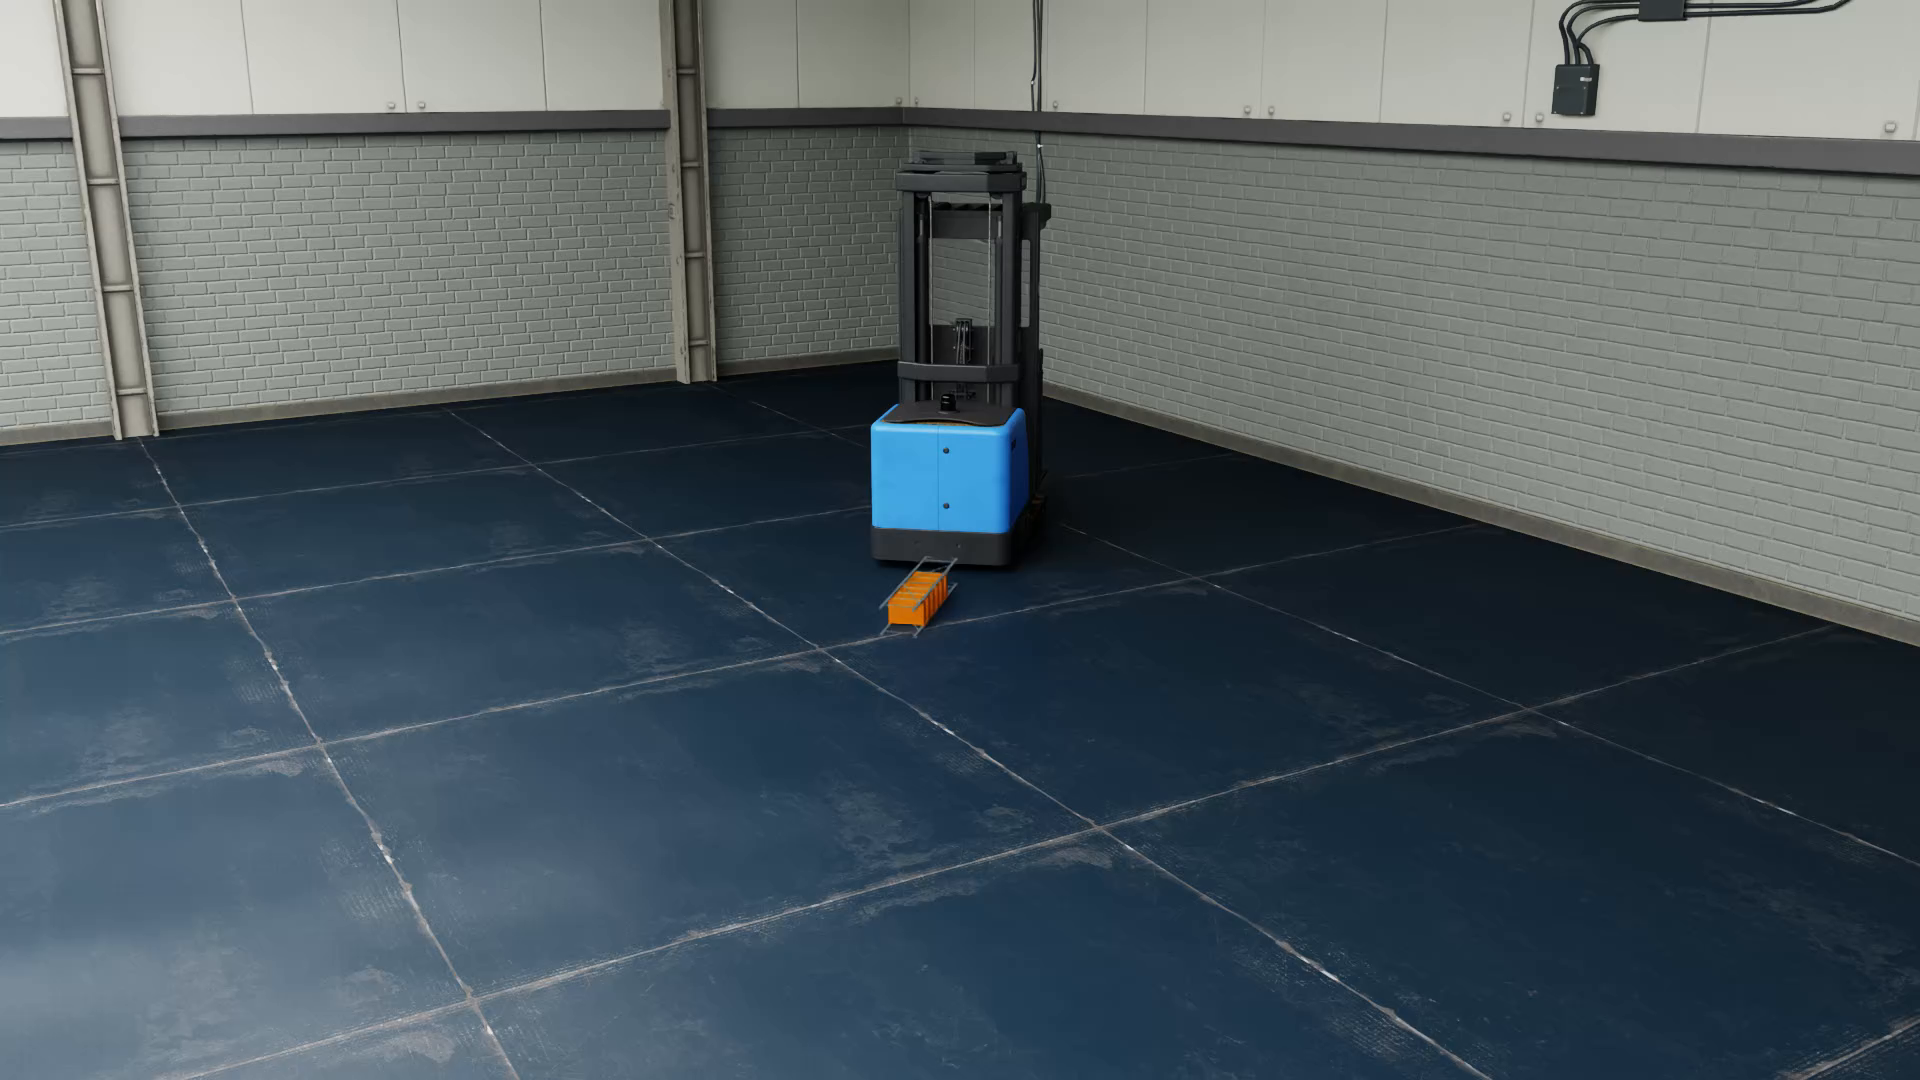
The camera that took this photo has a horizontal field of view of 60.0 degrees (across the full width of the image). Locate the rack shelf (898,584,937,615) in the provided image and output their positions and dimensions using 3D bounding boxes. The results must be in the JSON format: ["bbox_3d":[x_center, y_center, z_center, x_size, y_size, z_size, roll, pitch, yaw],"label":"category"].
[{"bbox_3d":[-0.286,0.395,11.139,0.258,0.180,0.103,4,16,13],"label":"rack shelf"}]

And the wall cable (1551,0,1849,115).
[{"bbox_3d":[4.973,-5.761,10.489,0.169,6.003,2.305,-9,18,-30],"label":"wall cable"}]

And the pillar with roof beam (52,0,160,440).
[{"bbox_3d":[-6.034,-4.389,11.893,0.400,9.000,9.100,-9,18,-30],"label":"pillar with roof beam"}]

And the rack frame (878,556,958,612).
[{"bbox_3d":[-0.268,0.287,11.185,0.240,0.006,1.200,4,16,13],"label":"rack frame"}]

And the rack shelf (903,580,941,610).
[{"bbox_3d":[-0.258,0.363,11.252,0.258,0.180,0.103,4,16,13],"label":"rack shelf"}]

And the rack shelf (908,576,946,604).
[{"bbox_3d":[-0.230,0.331,11.364,0.258,0.180,0.103,4,16,13],"label":"rack shelf"}]

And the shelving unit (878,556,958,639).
[{"bbox_3d":[-0.268,0.375,11.210,0.258,0.189,1.200,4,16,13],"label":"shelving unit"}]

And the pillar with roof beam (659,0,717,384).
[{"bbox_3d":[-0.891,-5.223,14.869,0.400,9.000,9.100,-9,18,-30],"label":"pillar with roof beam"}]

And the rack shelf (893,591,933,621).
[{"bbox_3d":[-0.313,0.427,11.027,0.258,0.180,0.103,4,16,13],"label":"rack shelf"}]

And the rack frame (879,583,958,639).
[{"bbox_3d":[-0.268,0.463,11.235,0.240,0.006,1.200,4,16,13],"label":"rack frame"}]

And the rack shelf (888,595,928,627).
[{"bbox_3d":[-0.341,0.459,10.915,0.258,0.180,0.103,4,16,13],"label":"rack shelf"}]

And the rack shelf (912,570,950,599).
[{"bbox_3d":[-0.202,0.298,11.476,0.258,0.180,0.103,4,16,13],"label":"rack shelf"}]

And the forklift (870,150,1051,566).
[{"bbox_3d":[0.113,-1.579,13.112,1.130,2.935,3.031,3,16,10],"label":"forklift"}]

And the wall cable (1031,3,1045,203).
[{"bbox_3d":[0.098,-4.827,19.211,0.112,2.526,3.097,-9,18,-30],"label":"wall cable"}]

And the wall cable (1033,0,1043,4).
[{"bbox_3d":[1.491,-6.633,16.296,0.112,2.526,3.097,-9,18,-30],"label":"wall cable"}]
